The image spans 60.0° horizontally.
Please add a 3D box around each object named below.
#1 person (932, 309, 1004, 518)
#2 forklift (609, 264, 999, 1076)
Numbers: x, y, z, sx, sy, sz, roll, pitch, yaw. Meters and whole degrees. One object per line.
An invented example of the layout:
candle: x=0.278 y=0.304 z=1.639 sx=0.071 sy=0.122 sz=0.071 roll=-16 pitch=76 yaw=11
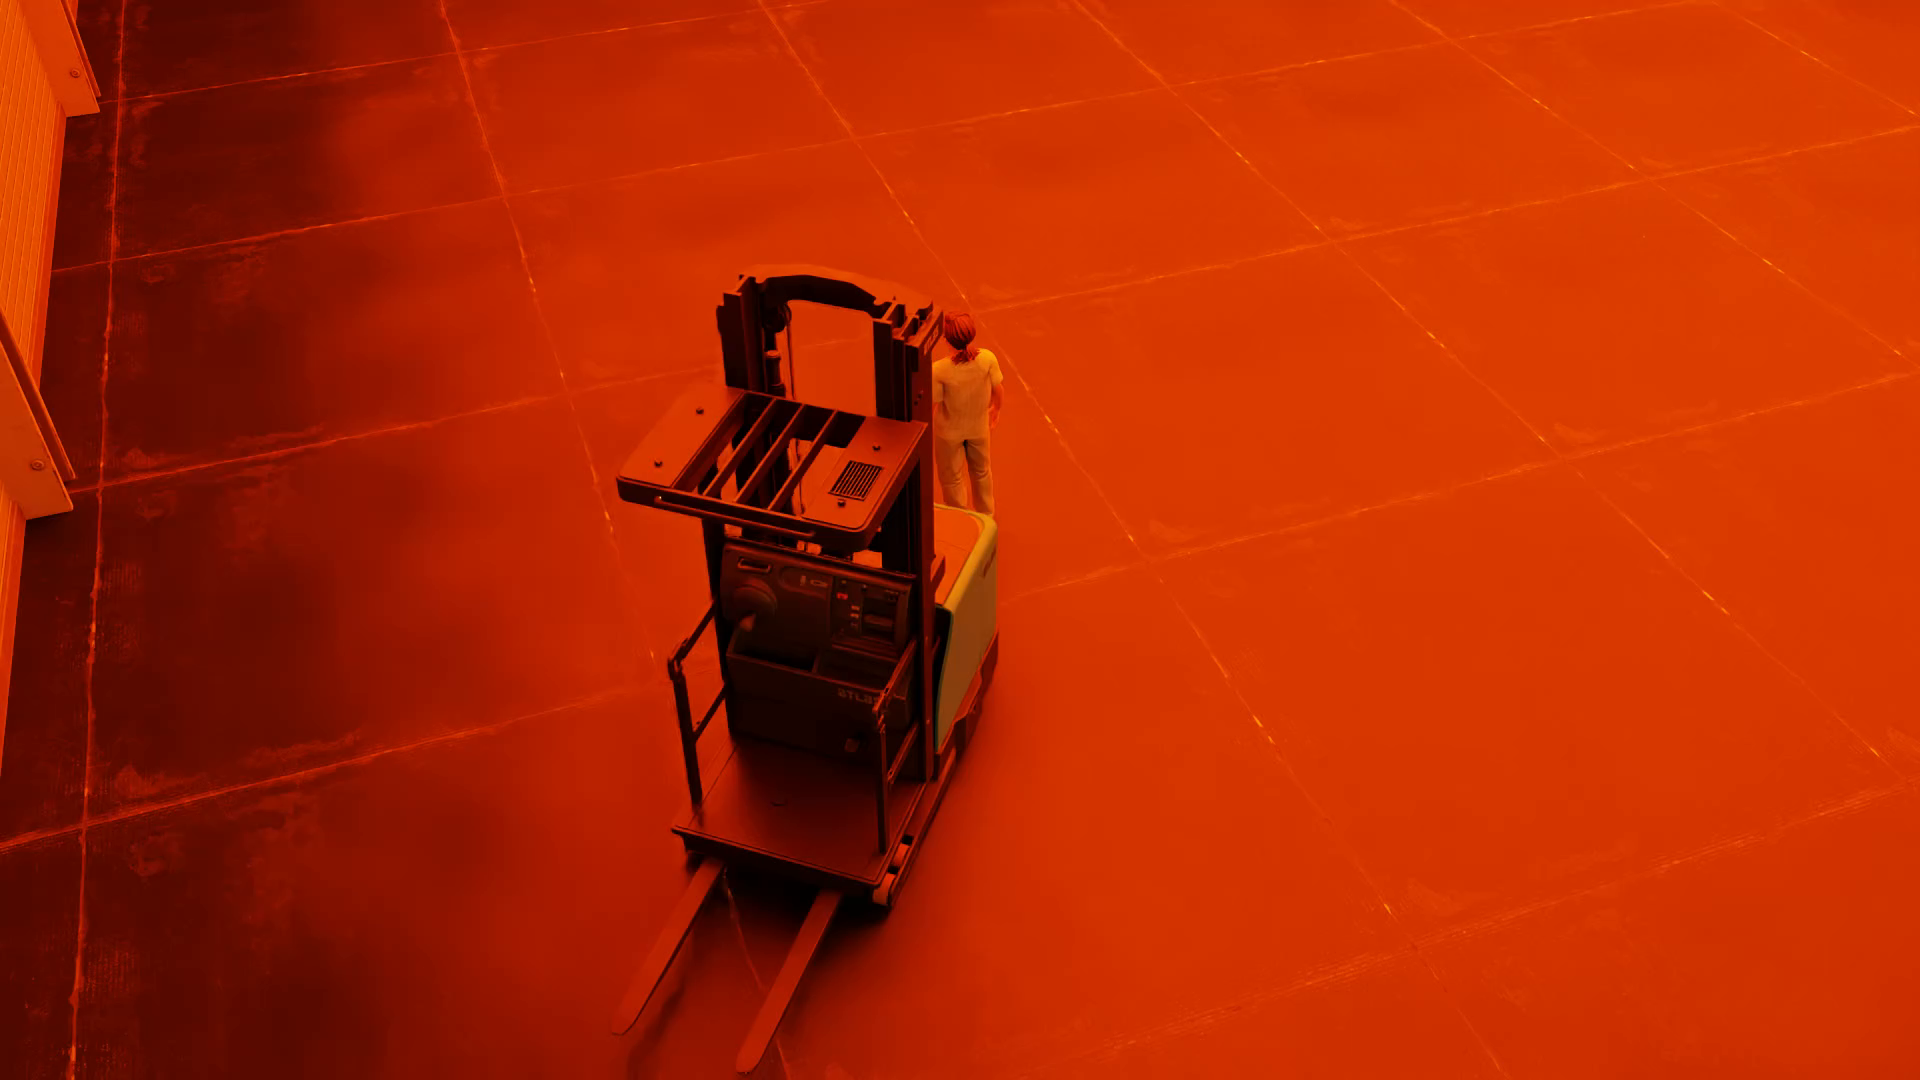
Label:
person: x=-0.013 y=-0.695 z=9.789 sx=0.550 sy=1.673 sz=0.548 roll=-13 pitch=42 yaw=-15
forklift: x=-0.744 y=0.369 z=7.557 sx=1.130 sy=2.935 sz=3.031 roll=12 pitch=42 yaw=14
